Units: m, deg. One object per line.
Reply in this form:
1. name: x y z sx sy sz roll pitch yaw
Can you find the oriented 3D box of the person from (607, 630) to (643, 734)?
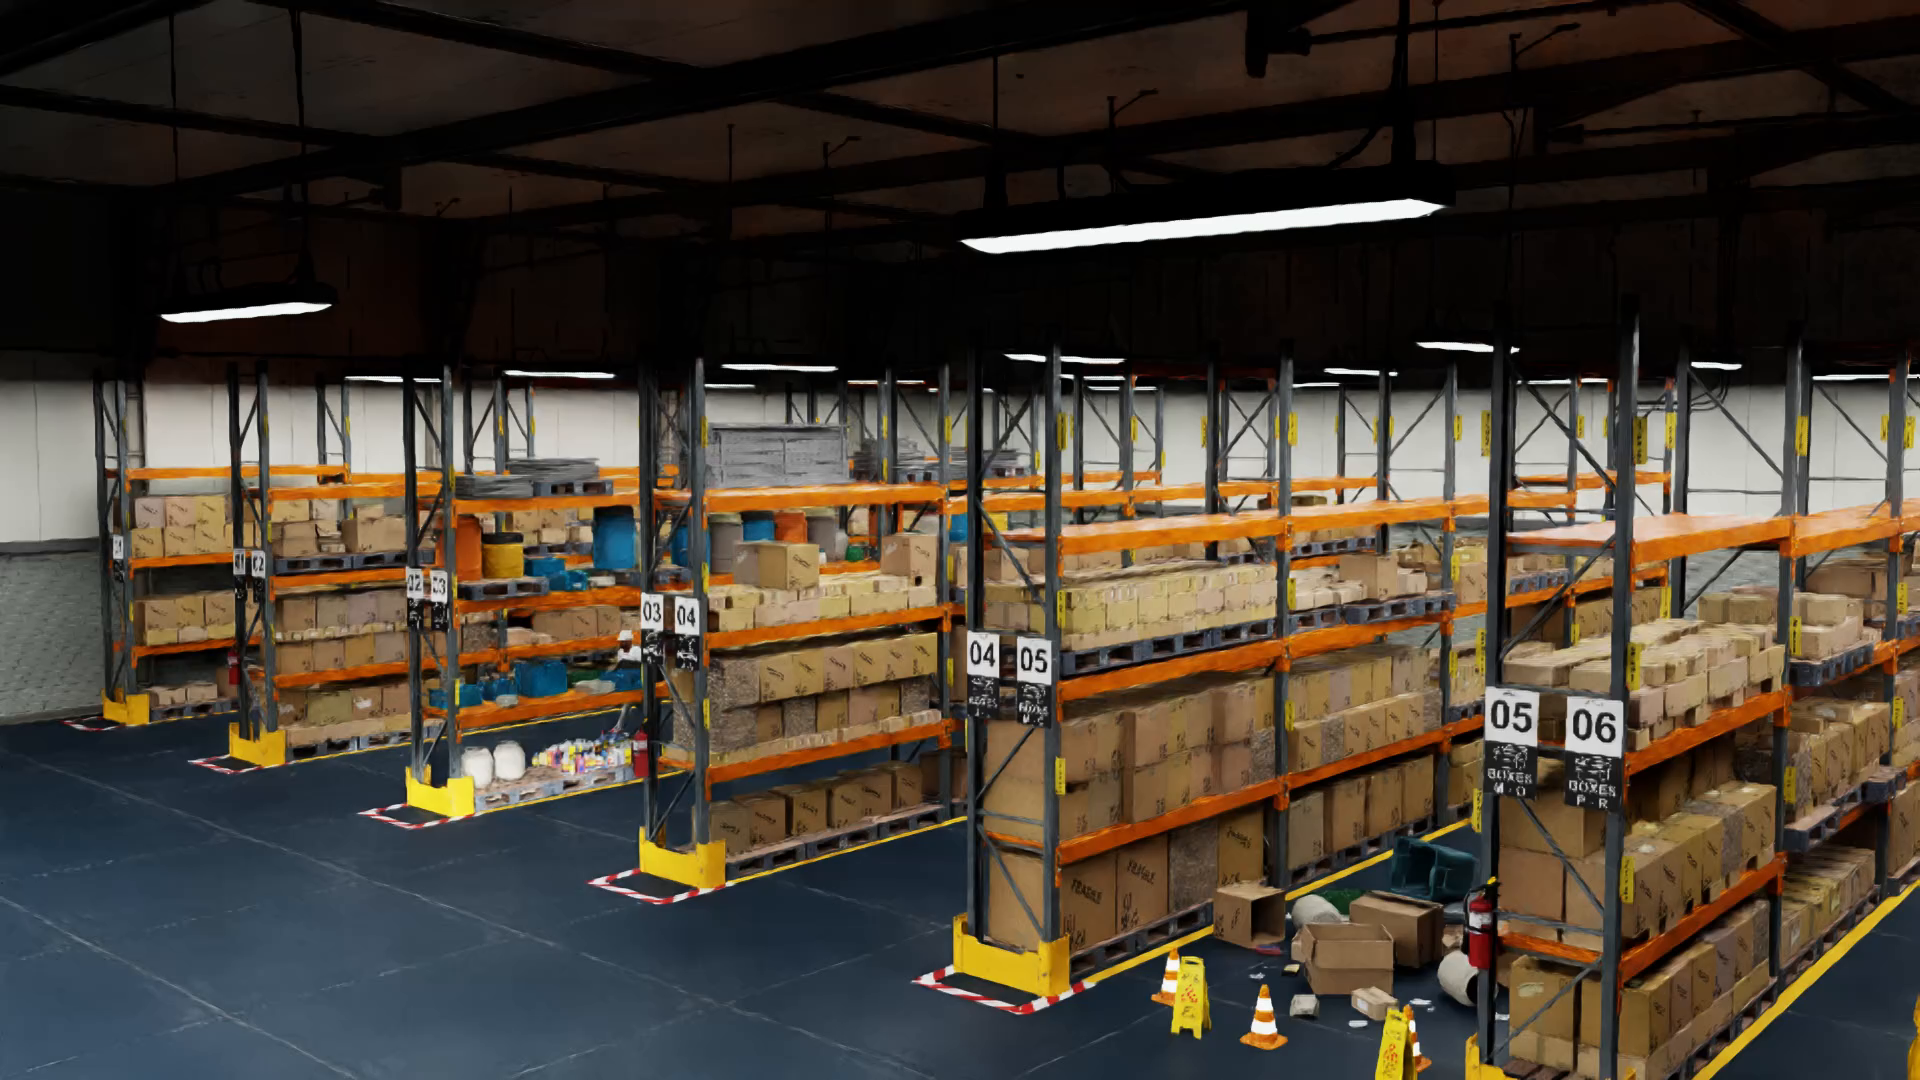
1. person: -5.414 2.310 27.205 0.577 1.690 1.121 4 6 43
